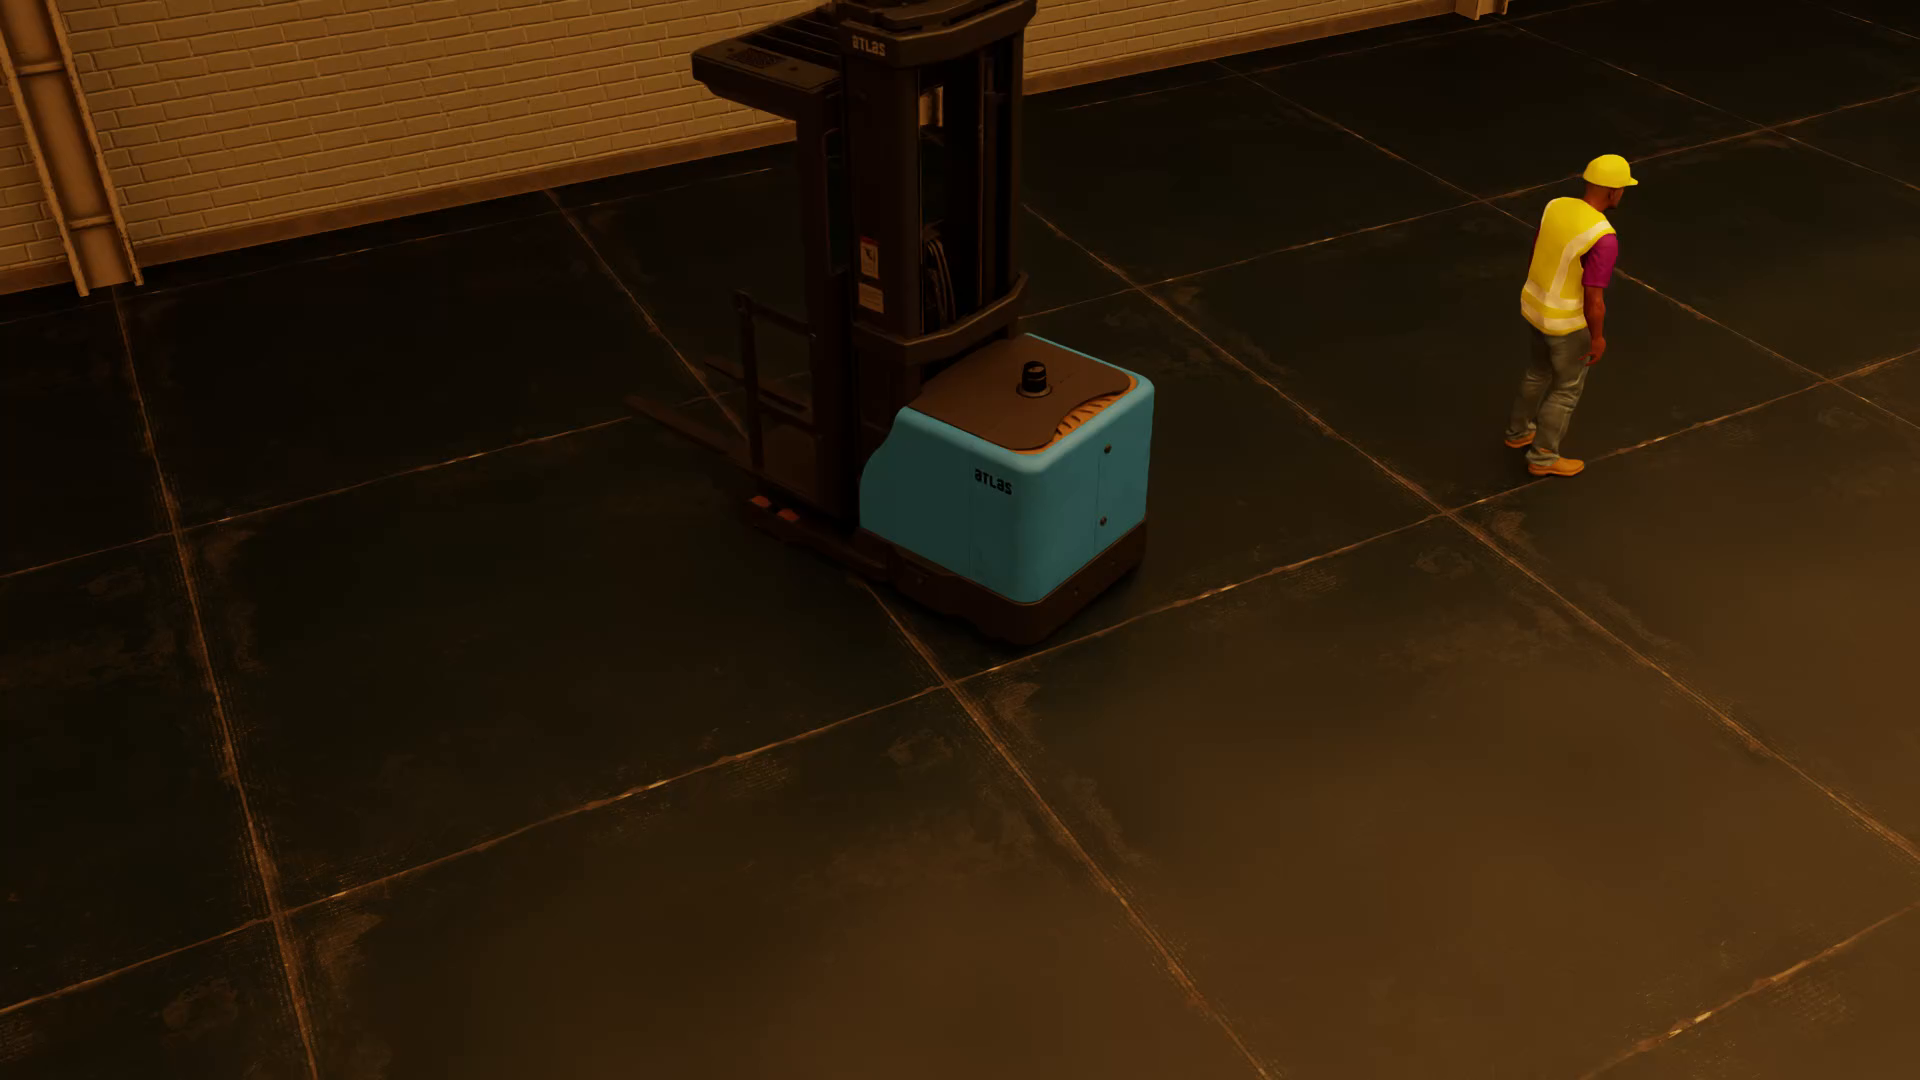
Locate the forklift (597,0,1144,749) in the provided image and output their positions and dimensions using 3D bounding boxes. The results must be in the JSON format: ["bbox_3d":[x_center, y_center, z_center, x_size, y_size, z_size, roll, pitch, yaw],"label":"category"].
[{"bbox_3d":[-0.390,-0.927,7.434,1.130,2.935,3.031,26,43,31],"label":"forklift"}]

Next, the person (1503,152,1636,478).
[{"bbox_3d":[3.224,-1.208,8.849,0.454,1.761,0.635,-9,36,-13],"label":"person"}]
